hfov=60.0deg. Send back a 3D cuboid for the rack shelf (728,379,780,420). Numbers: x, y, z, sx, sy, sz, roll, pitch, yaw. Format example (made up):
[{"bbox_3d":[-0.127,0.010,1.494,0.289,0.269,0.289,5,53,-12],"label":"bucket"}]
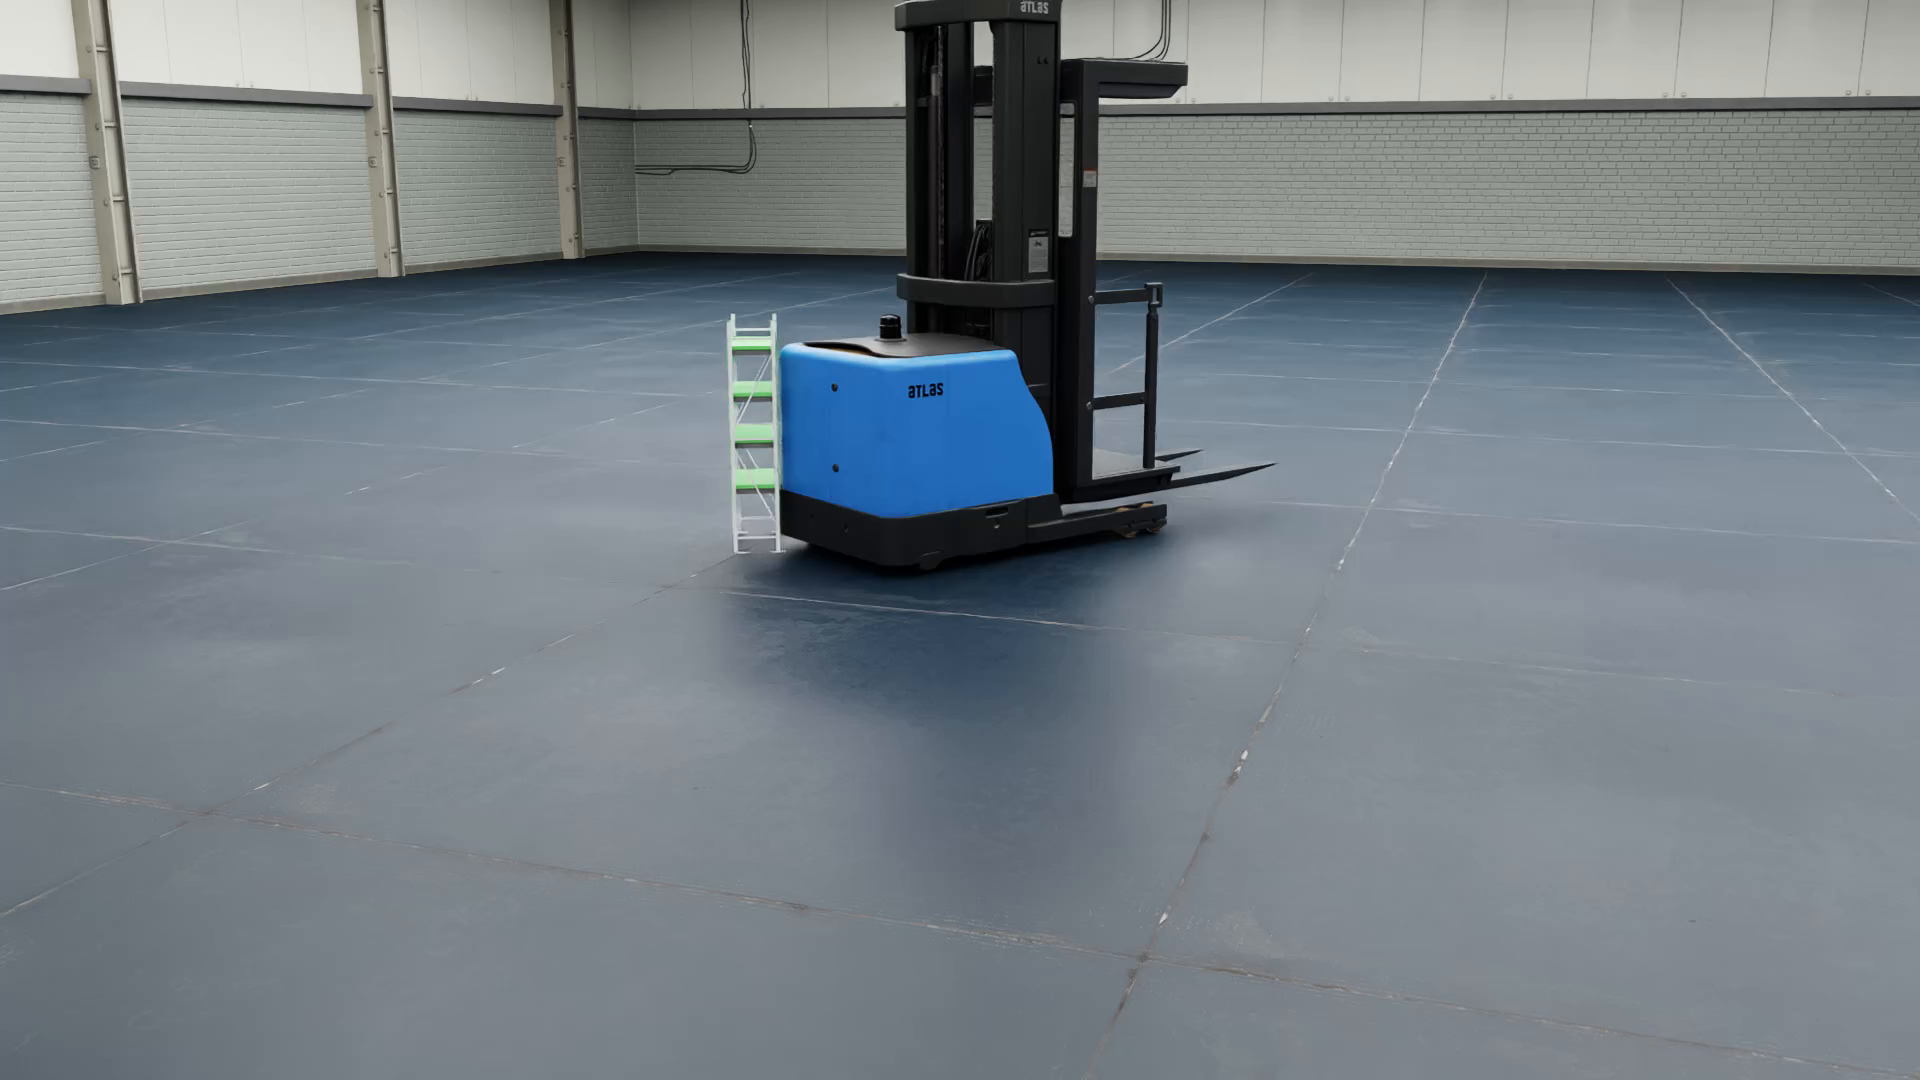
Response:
[{"bbox_3d":[-1.082,-0.743,8.754,0.258,0.148,0.480,-1,13,-5],"label":"rack shelf"}]

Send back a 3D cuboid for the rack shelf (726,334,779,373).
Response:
[{"bbox_3d":[-1.082,-0.977,8.700,0.258,0.148,0.480,-1,13,-5],"label":"rack shelf"}]

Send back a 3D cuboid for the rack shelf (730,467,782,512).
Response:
[{"bbox_3d":[-1.082,-0.275,8.860,0.258,0.148,0.480,-1,13,-5],"label":"rack shelf"}]

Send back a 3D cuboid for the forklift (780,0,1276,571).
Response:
[{"bbox_3d":[0.517,-1.521,9.067,3.031,2.935,1.130,-10,16,-38],"label":"forklift"}]

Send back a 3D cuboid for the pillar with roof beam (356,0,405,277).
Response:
[{"bbox_3d":[-5.991,-8.741,27.061,9.100,9.000,0.400,4,14,18],"label":"pillar with roof beam"}]

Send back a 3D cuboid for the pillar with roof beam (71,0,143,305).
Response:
[{"bbox_3d":[-7.932,-7.478,21.526,9.100,9.000,0.400,4,14,18],"label":"pillar with roof beam"}]

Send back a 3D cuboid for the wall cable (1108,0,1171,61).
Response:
[{"bbox_3d":[3.059,-11.810,32.867,2.305,6.003,0.169,4,14,18],"label":"wall cable"}]

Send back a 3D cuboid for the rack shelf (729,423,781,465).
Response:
[{"bbox_3d":[-1.082,-0.509,8.807,0.258,0.148,0.480,-1,13,-5],"label":"rack shelf"}]

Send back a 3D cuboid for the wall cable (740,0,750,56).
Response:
[{"bbox_3d":[-3.359,-11.593,35.185,3.097,2.526,0.112,4,14,18],"label":"wall cable"}]

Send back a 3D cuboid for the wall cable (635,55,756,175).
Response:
[{"bbox_3d":[-5.919,-9.325,36.600,3.097,2.526,0.112,4,14,18],"label":"wall cable"}]

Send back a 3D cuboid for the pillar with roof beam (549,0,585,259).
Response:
[{"bbox_3d":[-4.050,-10.004,32.596,9.100,9.000,0.400,4,14,18],"label":"pillar with roof beam"}]

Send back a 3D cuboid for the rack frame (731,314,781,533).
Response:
[{"bbox_3d":[-1.104,-0.625,9.030,0.240,1.200,0.015,-1,13,-5],"label":"rack frame"}]

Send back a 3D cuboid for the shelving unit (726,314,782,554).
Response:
[{"bbox_3d":[-1.082,-0.571,8.793,0.258,1.200,0.503,-1,13,-5],"label":"shelving unit"}]

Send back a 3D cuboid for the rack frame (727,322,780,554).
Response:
[{"bbox_3d":[-1.059,-0.517,8.556,0.240,1.200,0.015,-1,13,-5],"label":"rack frame"}]
